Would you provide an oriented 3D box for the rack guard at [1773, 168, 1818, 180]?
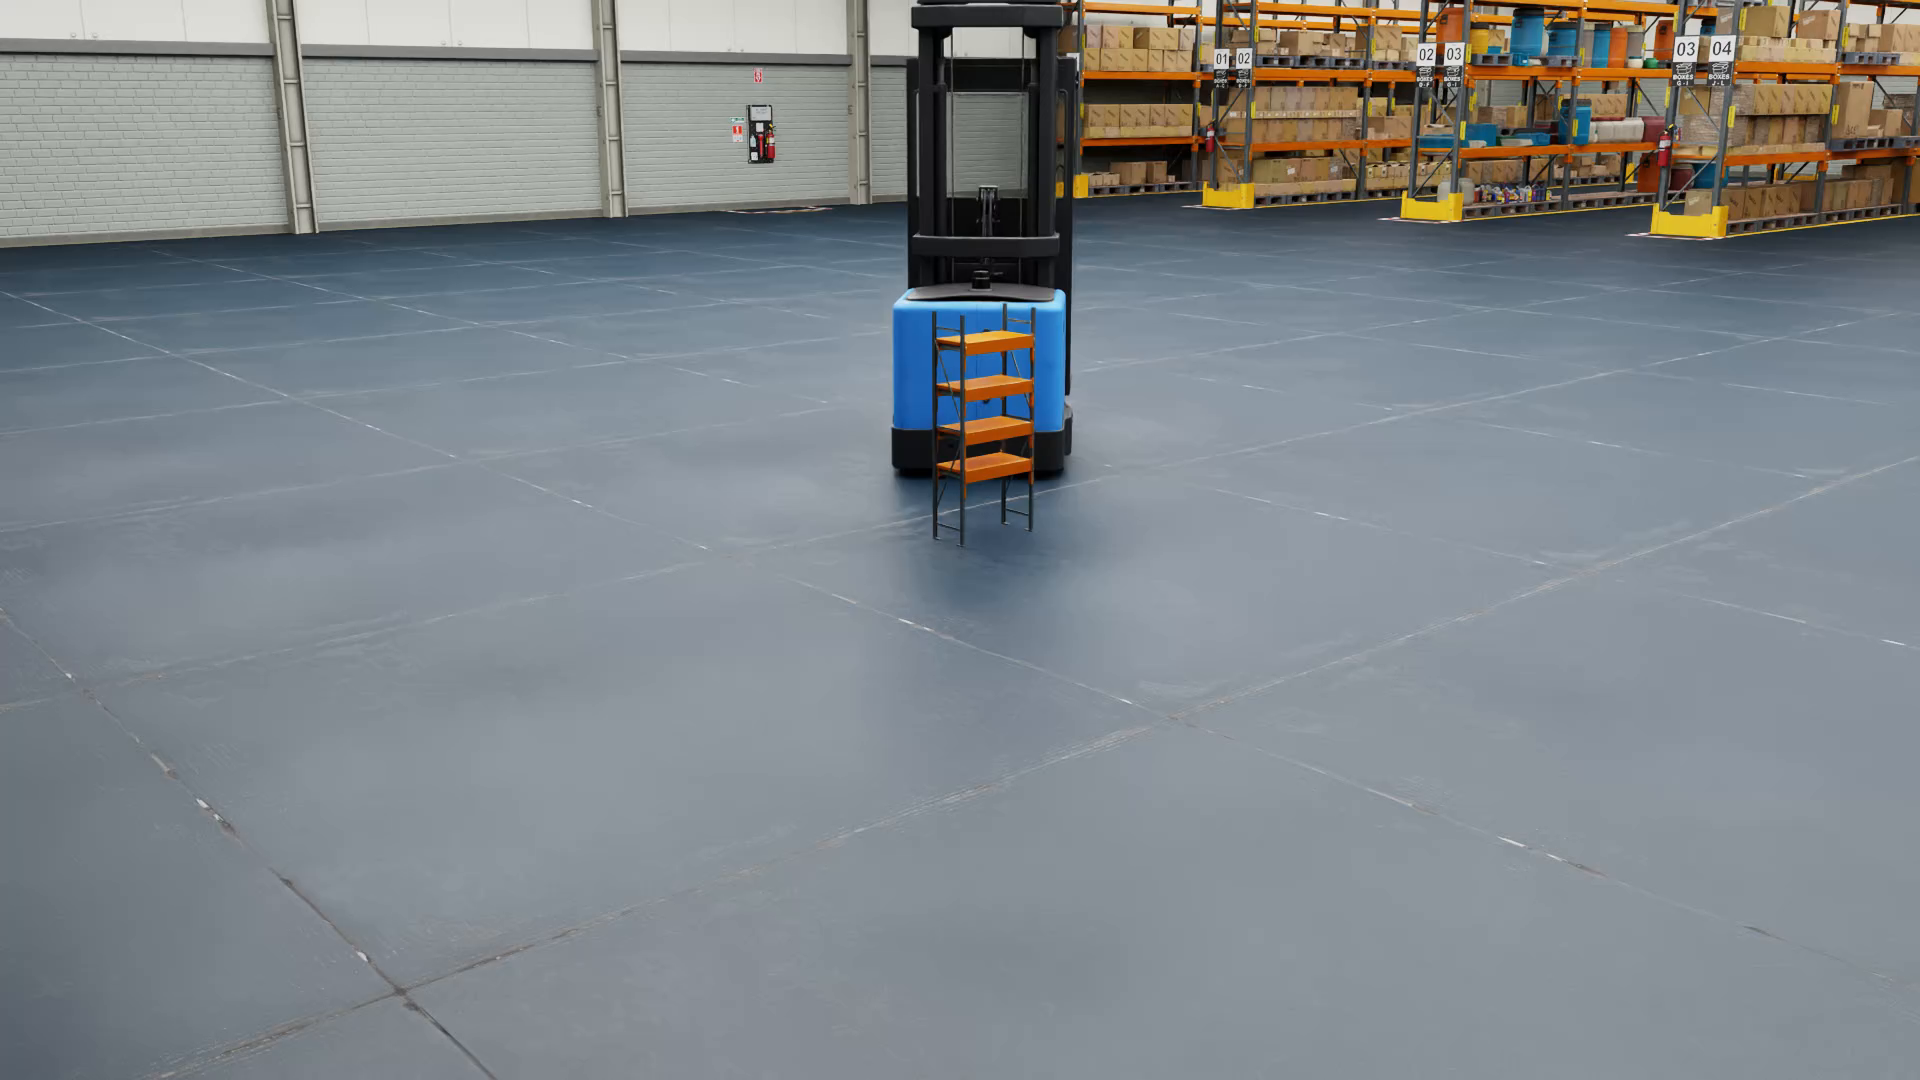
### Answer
[{"bbox_3d":[21.001,-9.041,41.627,0.348,0.500,1.175,-13,19,-39],"label":"rack guard"}]

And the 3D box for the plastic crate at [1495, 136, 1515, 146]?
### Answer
[{"bbox_3d":[10.730,-7.931,33.041,0.662,0.188,0.450,-13,19,-39],"label":"plastic crate"}]

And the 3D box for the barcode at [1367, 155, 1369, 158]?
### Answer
[{"bbox_3d":[9.156,-8.605,37.282,0.075,0.075,0.001,-13,19,-39],"label":"barcode"}]

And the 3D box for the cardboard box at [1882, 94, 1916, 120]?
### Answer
[{"bbox_3d":[18.770,-8.576,32.906,0.637,0.503,0.797,-12,19,-38],"label":"cardboard box"}]

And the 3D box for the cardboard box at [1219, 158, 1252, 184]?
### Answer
[{"bbox_3d":[5.882,-7.882,35.506,0.500,0.500,0.500,-13,19,-39],"label":"cardboard box"}]

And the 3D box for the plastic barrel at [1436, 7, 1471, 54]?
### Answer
[{"bbox_3d":[9.205,-9.498,31.036,0.708,0.830,0.600,-13,19,-39],"label":"plastic barrel"}]

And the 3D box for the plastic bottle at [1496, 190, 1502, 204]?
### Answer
[{"bbox_3d":[10.494,-6.672,32.350,0.097,0.271,0.097,0,15,0],"label":"plastic bottle"}]

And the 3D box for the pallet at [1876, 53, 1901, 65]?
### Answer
[{"bbox_3d":[16.506,-8.863,30.670,1.003,0.211,1.213,-13,19,-39],"label":"pallet"}]

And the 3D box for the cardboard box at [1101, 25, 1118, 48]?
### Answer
[{"bbox_3d":[3.280,-11.543,38.170,0.500,0.500,0.500,-13,20,-40],"label":"cardboard box"}]

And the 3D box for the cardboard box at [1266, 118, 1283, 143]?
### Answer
[{"bbox_3d":[6.426,-8.711,35.355,0.500,0.500,0.700,-12,19,-38],"label":"cardboard box"}]

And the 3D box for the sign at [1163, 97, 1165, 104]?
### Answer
[{"bbox_3d":[5.069,-10.804,41.142,0.005,0.325,0.100,-13,19,-39],"label":"sign"}]

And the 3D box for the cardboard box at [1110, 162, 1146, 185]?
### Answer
[{"bbox_3d":[4.016,-8.776,39.782,0.500,0.500,0.700,-14,21,-43],"label":"cardboard box"}]

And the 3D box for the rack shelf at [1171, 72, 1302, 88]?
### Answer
[{"bbox_3d":[6.945,-11.578,41.864,4.000,0.370,1.077,-13,19,-39],"label":"rack shelf"}]

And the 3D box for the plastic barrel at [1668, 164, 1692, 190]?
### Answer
[{"bbox_3d":[16.166,-8.202,37.502,0.708,0.588,0.600,-13,19,-39],"label":"plastic barrel"}]

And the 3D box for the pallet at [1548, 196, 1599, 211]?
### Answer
[{"bbox_3d":[12.506,-7.002,34.555,1.213,0.211,1.003,-13,19,-39],"label":"pallet"}]

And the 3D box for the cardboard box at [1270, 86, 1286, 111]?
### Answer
[{"bbox_3d":[6.467,-9.347,35.222,0.500,0.500,0.700,-13,20,-41],"label":"cardboard box"}]

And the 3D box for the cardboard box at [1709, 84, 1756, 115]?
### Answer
[{"bbox_3d":[12.767,-7.282,27.492,0.500,0.500,0.500,-13,19,-39],"label":"cardboard box"}]

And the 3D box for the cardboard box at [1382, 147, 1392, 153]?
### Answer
[{"bbox_3d":[11.863,-10.922,46.600,0.250,0.149,0.380,-13,20,-40],"label":"cardboard box"}]

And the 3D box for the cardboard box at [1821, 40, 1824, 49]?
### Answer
[{"bbox_3d":[14.873,-8.675,29.120,0.250,0.149,0.380,-12,19,-39],"label":"cardboard box"}]

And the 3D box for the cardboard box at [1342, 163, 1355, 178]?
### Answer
[{"bbox_3d":[8.808,-8.444,37.976,0.500,0.311,0.500,-13,19,-39],"label":"cardboard box"}]

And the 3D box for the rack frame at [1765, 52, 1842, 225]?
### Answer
[{"bbox_3d":[15.190,-7.245,30.059,0.127,3.000,1.000,-13,19,-39],"label":"rack frame"}]

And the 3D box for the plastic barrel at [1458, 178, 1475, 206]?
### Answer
[{"bbox_3d":[9.746,-6.743,32.190,0.421,0.512,0.421,0,15,0],"label":"plastic barrel"}]

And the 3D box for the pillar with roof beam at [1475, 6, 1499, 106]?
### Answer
[{"bbox_3d":[18.783,-14.856,46.931,0.400,9.000,9.100,-13,19,-39],"label":"pillar with roof beam"}]

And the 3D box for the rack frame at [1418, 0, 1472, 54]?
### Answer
[{"bbox_3d":[8.922,-10.430,30.358,0.127,3.000,1.000,-13,19,-39],"label":"rack frame"}]

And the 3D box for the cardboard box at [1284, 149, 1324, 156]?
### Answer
[{"bbox_3d":[9.094,-10.078,44.020,0.750,0.750,0.750,-13,20,-40],"label":"cardboard box"}]

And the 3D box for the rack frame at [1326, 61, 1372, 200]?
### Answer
[{"bbox_3d":[8.690,-9.174,37.282,0.127,3.000,1.000,-13,19,-39],"label":"rack frame"}]

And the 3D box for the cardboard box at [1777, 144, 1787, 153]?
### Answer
[{"bbox_3d":[14.080,-6.778,28.800,0.250,0.149,0.380,-13,19,-39],"label":"cardboard box"}]

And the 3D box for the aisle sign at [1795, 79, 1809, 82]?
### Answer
[{"bbox_3d":[20.851,-11.568,41.206,0.004,0.787,0.394,-13,19,-39],"label":"aisle sign"}]

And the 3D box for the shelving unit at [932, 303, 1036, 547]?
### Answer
[{"bbox_3d":[0.125,-0.608,8.700,0.503,1.200,0.258,-13,19,-39],"label":"shelving unit"}]

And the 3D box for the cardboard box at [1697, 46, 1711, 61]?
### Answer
[{"bbox_3d":[12.370,-8.075,27.646,0.500,0.250,0.500,-12,19,-38],"label":"cardboard box"}]

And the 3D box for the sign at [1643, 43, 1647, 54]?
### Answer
[{"bbox_3d":[18.092,-12.972,43.973,0.005,0.325,0.100,-13,19,-39],"label":"sign"}]

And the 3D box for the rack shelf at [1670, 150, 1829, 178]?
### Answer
[{"bbox_3d":[13.682,-6.558,28.884,4.000,0.370,1.077,-13,19,-39],"label":"rack shelf"}]

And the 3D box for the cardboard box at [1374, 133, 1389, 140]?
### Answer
[{"bbox_3d":[9.493,-9.163,37.727,0.250,0.149,0.380,-13,19,-39],"label":"cardboard box"}]

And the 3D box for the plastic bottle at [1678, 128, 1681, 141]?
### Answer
[{"bbox_3d":[15.773,-8.887,36.435,0.133,0.283,0.061,-13,19,-39],"label":"plastic bottle"}]

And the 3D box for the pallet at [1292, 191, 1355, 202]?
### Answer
[{"bbox_3d":[8.063,-7.700,37.168,1.213,0.211,1.003,-13,19,-39],"label":"pallet"}]

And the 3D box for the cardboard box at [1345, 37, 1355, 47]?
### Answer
[{"bbox_3d":[10.314,-13.345,44.586,0.500,0.250,0.500,-13,20,-41],"label":"cardboard box"}]

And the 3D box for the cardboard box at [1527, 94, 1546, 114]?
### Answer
[{"bbox_3d":[14.937,-11.196,42.723,0.500,0.500,0.500,-13,19,-39],"label":"cardboard box"}]

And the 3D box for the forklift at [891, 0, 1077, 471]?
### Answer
[{"bbox_3d":[0.218,-2.162,11.163,1.130,2.935,3.031,1,15,4],"label":"forklift"}]

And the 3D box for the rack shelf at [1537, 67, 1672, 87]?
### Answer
[{"bbox_3d":[13.448,-9.649,34.643,4.000,0.370,1.077,-13,19,-39],"label":"rack shelf"}]

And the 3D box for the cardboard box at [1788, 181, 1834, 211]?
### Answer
[{"bbox_3d":[15.668,-6.349,30.699,0.700,0.500,0.500,14,21,43],"label":"cardboard box"}]

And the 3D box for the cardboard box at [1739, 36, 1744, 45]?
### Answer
[{"bbox_3d":[12.532,-8.138,27.109,0.250,0.149,0.380,-13,20,-40],"label":"cardboard box"}]

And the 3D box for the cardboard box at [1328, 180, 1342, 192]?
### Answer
[{"bbox_3d":[8.100,-7.844,36.819,0.500,0.250,0.500,-13,19,-39],"label":"cardboard box"}]

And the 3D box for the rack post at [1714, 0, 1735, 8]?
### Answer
[{"bbox_3d":[16.531,-11.853,36.657,0.954,0.300,0.937,-10,18,-33],"label":"rack post"}]

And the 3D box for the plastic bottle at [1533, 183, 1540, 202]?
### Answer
[{"bbox_3d":[11.498,-6.944,33.214,0.185,0.351,0.144,-14,20,-42],"label":"plastic bottle"}]

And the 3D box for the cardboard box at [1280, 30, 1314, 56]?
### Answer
[{"bbox_3d":[7.105,-10.492,35.126,0.500,0.500,0.500,-13,19,-39],"label":"cardboard box"}]

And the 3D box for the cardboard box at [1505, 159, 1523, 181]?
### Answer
[{"bbox_3d":[13.784,-9.227,41.474,0.500,0.500,0.500,-12,19,-39],"label":"cardboard box"}]

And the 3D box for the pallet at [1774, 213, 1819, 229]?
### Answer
[{"bbox_3d":[14.707,-5.777,29.967,1.213,0.211,1.003,-13,19,-39],"label":"pallet"}]

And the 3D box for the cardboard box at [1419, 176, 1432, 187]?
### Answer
[{"bbox_3d":[10.703,-8.417,38.961,0.500,0.250,0.500,-12,19,-38],"label":"cardboard box"}]

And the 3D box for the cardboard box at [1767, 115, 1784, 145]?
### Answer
[{"bbox_3d":[13.695,-7.114,28.799,0.500,0.500,0.875,-13,19,-39],"label":"cardboard box"}]

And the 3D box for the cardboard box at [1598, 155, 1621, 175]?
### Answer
[{"bbox_3d":[17.494,-10.071,44.633,0.500,0.500,0.500,-13,19,-39],"label":"cardboard box"}]

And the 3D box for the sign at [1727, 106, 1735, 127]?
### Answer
[{"bbox_3d":[12.529,-6.880,27.015,0.005,0.325,0.100,-13,19,-39],"label":"sign"}]

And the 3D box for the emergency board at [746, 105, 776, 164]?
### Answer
[{"bbox_3d":[-4.037,-8.319,34.082,0.643,1.169,0.194,-13,19,-39],"label":"emergency board"}]

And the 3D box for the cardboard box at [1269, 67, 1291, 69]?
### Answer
[{"bbox_3d":[8.087,-12.056,42.395,0.500,0.311,0.500,-13,19,-39],"label":"cardboard box"}]

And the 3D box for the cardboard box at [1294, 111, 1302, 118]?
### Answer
[{"bbox_3d":[7.080,-9.101,35.558,0.250,0.149,0.380,-13,20,-40],"label":"cardboard box"}]

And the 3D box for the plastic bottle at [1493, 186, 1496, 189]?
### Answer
[{"bbox_3d":[10.763,-7.001,33.559,0.133,0.283,0.061,-12,19,-37],"label":"plastic bottle"}]

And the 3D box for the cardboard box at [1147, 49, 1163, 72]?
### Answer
[{"bbox_3d":[4.434,-11.327,39.296,0.500,0.500,0.500,-14,20,-41],"label":"cardboard box"}]
